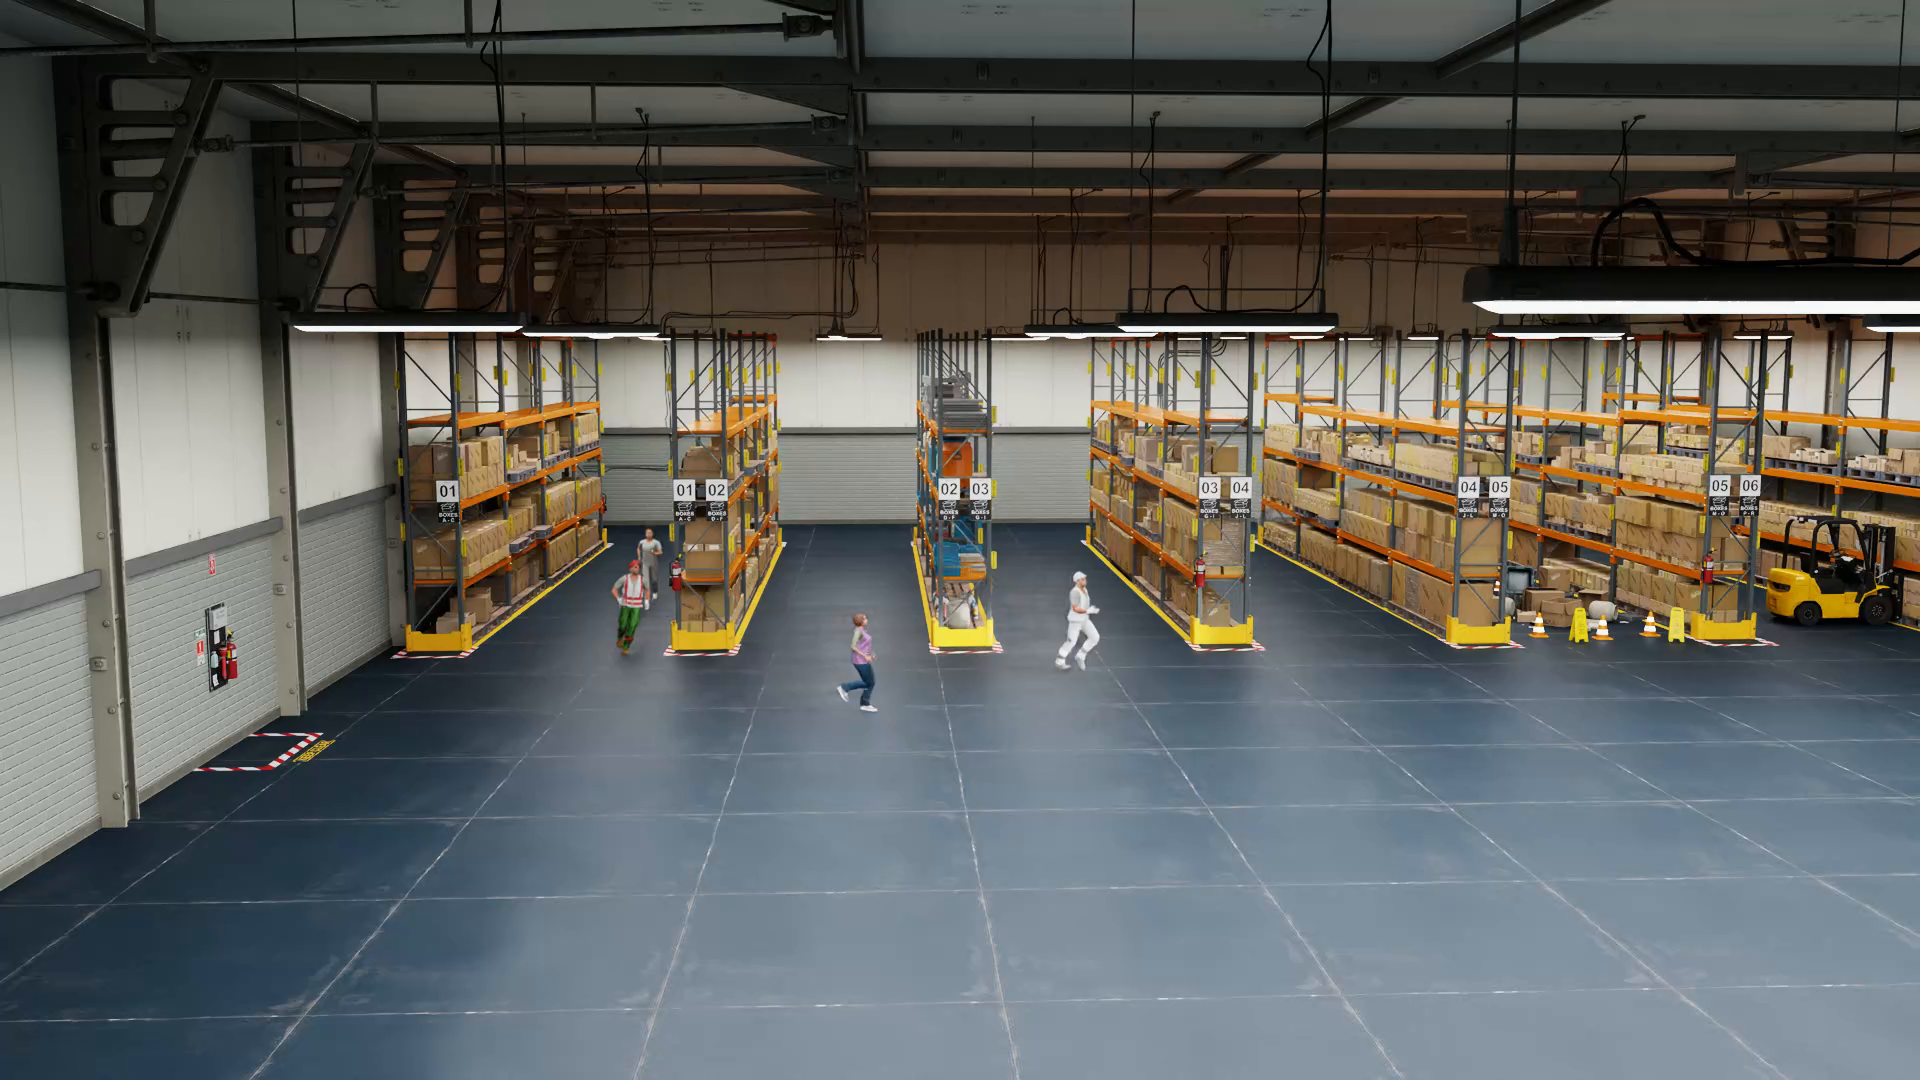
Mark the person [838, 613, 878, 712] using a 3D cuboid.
[{"bbox_3d":[-1.588,1.905,25.965,0.618,1.564,0.536,1,7,8],"label":"person"}]

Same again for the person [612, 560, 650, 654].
[{"bbox_3d":[-6.078,1.243,30.824,0.715,1.708,0.671,-2,7,-15],"label":"person"}]

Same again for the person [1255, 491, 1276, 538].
[{"bbox_3d":[9.048,-0.947,48.977,0.972,1.770,0.705,-3,7,-25],"label":"person"}]

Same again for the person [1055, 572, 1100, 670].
[{"bbox_3d":[2.098,1.412,29.033,0.853,1.751,0.683,4,8,32],"label":"person"}]

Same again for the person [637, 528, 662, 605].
[{"bbox_3d":[-6.837,0.554,36.647,0.564,1.655,0.969,-1,7,-6],"label":"person"}]
